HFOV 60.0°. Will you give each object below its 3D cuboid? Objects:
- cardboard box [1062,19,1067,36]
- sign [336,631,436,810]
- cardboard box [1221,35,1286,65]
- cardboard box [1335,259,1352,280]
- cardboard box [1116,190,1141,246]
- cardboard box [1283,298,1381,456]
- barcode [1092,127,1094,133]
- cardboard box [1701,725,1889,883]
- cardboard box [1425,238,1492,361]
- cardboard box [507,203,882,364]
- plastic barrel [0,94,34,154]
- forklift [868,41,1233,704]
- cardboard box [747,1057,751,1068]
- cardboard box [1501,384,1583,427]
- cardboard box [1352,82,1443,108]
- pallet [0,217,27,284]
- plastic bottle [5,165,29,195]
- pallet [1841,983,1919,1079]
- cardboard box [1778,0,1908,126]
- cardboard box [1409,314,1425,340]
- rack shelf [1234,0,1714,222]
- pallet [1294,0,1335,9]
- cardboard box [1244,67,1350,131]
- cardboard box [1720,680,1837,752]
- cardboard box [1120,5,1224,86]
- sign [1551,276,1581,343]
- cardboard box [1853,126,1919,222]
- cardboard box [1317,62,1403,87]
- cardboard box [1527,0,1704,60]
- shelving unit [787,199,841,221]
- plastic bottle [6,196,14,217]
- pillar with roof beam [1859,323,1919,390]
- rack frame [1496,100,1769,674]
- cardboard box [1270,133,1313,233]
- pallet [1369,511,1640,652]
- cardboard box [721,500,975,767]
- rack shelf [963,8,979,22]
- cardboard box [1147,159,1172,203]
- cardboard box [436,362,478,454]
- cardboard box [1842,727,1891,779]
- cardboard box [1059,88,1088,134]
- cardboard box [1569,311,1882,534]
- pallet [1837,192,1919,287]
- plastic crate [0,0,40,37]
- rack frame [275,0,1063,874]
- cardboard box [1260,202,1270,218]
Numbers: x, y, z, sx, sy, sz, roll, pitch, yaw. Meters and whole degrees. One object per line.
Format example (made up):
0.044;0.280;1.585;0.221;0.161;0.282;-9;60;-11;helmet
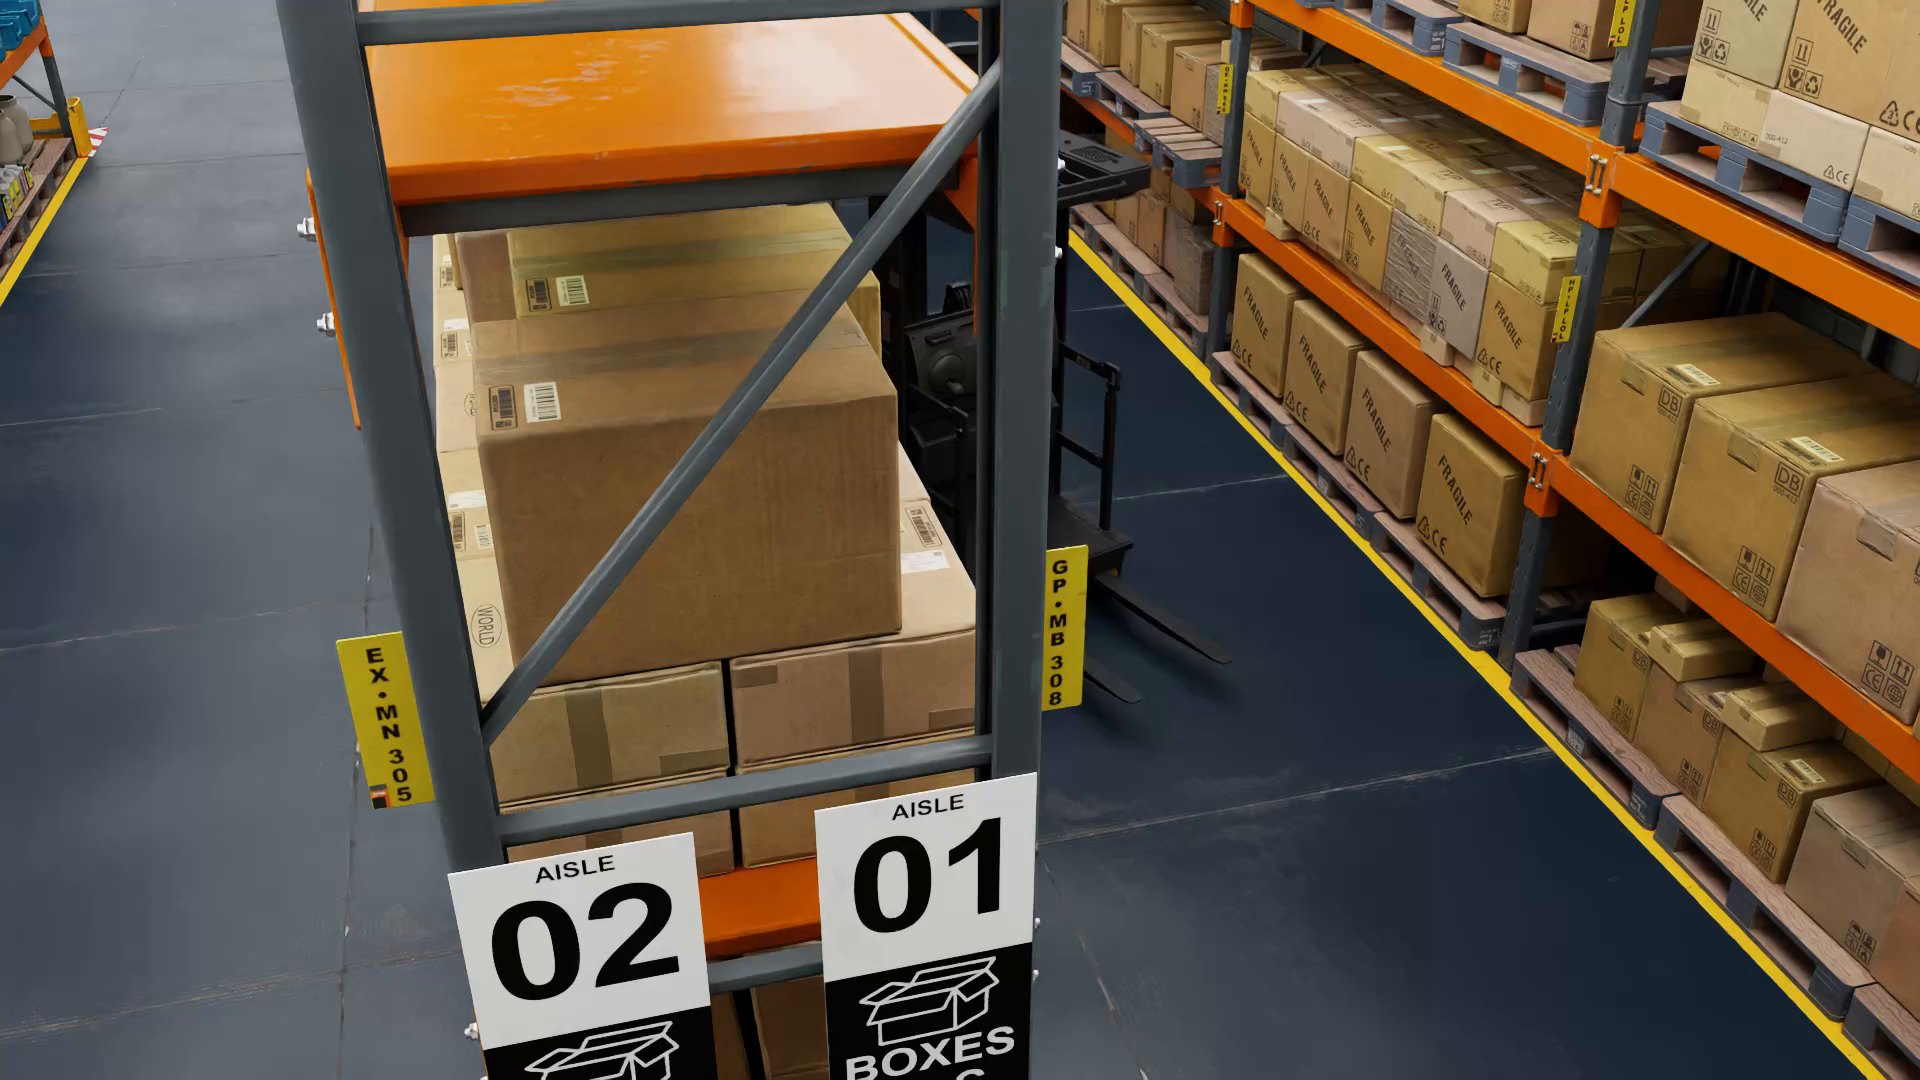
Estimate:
0.815;-4.684;15.208;0.500;0.250;0.500;-8;31;-13;cardboard box
-0.898;0.288;2.612;0.100;0.325;0.005;-8;31;-13;sign
2.074;-3.450;11.761;0.380;0.149;0.250;-13;33;-22;cardboard box
2.527;-1.712;10.175;0.380;0.149;0.250;-7;31;-13;cardboard box
1.726;-2.812;13.901;0.700;0.500;0.500;-8;31;-13;cardboard box
2.590;-1.074;10.570;0.750;0.750;0.750;-8;31;-14;cardboard box
1.296;-3.989;16.214;0.001;0.075;0.075;-8;31;-13;barcode
3.720;1.079;7.199;0.700;0.500;0.500;-7;31;-12;cardboard box
2.846;-1.303;8.821;0.500;0.500;0.500;-8;31;-13;cardboard box
-0.560;-0.368;3.530;0.700;0.500;0.500;-8;31;-13;cardboard box
-9.132;-3.963;15.898;0.421;0.512;0.421;0;30;0;plastic barrel
0.257;-0.991;8.768;1.130;2.935;3.031;-19;35;-30;forklift
-0.363;1.364;4.531;0.500;0.500;0.500;-8;31;-14;cardboard box
2.994;-0.713;8.450;0.380;0.149;0.250;-8;31;-13;cardboard box
2.799;-2.690;10.468;0.500;0.250;0.500;-9;31;-15;cardboard box
-8.457;-2.357;13.843;1.003;0.211;1.213;-8;31;-13;pallet
-8.430;-3.224;14.836;0.152;0.276;0.135;-8;31;-13;plastic bottle
4.130;2.075;6.185;1.003;0.211;1.213;-8;31;-13;pallet
3.417;-1.841;6.056;0.500;0.500;0.500;-8;31;-14;cardboard box
2.751;-1.210;9.307;0.380;0.149;0.250;-8;31;-13;cardboard box
2.825;-2.640;9.272;1.077;0.370;4.000;-8;31;-13;rack shelf
2.517;-3.532;10.283;1.213;0.211;1.003;-6;31;-11;pallet
2.174;-2.857;10.758;0.500;0.250;0.500;-7;31;-12;cardboard box
3.510;0.748;7.122;0.380;0.149;0.250;-9;31;-15;cardboard box
1.681;-3.950;13.272;0.700;0.500;0.500;-4;30;-6;cardboard box
2.836;-1.078;7.772;0.100;0.325;0.005;-8;31;-13;sign
3.550;-1.282;5.839;0.500;0.250;0.500;-9;31;-15;cardboard box
2.665;-2.940;10.901;0.500;0.250;0.500;-7;31;-12;cardboard box
3.229;-2.659;8.048;0.700;0.500;0.500;-10;31;-16;cardboard box
-1.024;-1.301;10.131;0.503;2.100;0.431;23;37;34;shelving unit
-8.236;-2.889;14.333;0.097;0.201;0.097;0;30;0;plastic bottle
0.225;-2.489;5.297;9.100;9.000;0.400;-8;31;-13;pillar with roof beam
3.356;-0.688;8.175;1.000;3.000;0.127;-8;31;-13;rack frame
2.307;-2.277;10.505;0.500;0.500;0.500;-7;31;-12;cardboard box
3.079;0.157;9.500;1.003;0.211;1.213;-8;31;-13;pallet
-0.243;0.172;3.345;0.500;0.250;0.500;-8;31;-13;cardboard box
0.702;-5.206;16.699;1.077;0.370;4.000;-8;31;-13;rack shelf
1.821;-2.925;13.347;0.500;0.250;0.500;-8;31;-14;cardboard box
-1.001;-0.243;4.062;0.500;0.250;0.500;-8;31;-13;cardboard box
3.957;0.838;6.967;0.380;0.149;0.250;-8;31;-14;cardboard box
0.919;-4.156;16.223;0.500;0.500;0.500;-10;32;-17;cardboard box
3.484;-0.553;7.643;0.980;0.700;0.700;-7;31;-13;cardboard box
3.884;-0.963;5.744;1.003;0.211;1.213;-8;31;-13;pallet
-8.959;-4.900;15.600;0.499;0.251;0.616;-8;31;-13;plastic crate
-0.357;-0.692;2.193;1.000;3.000;0.127;-8;31;-13;rack frame
2.217;-2.207;11.030;0.380;0.149;0.250;-7;31;-13;cardboard box
